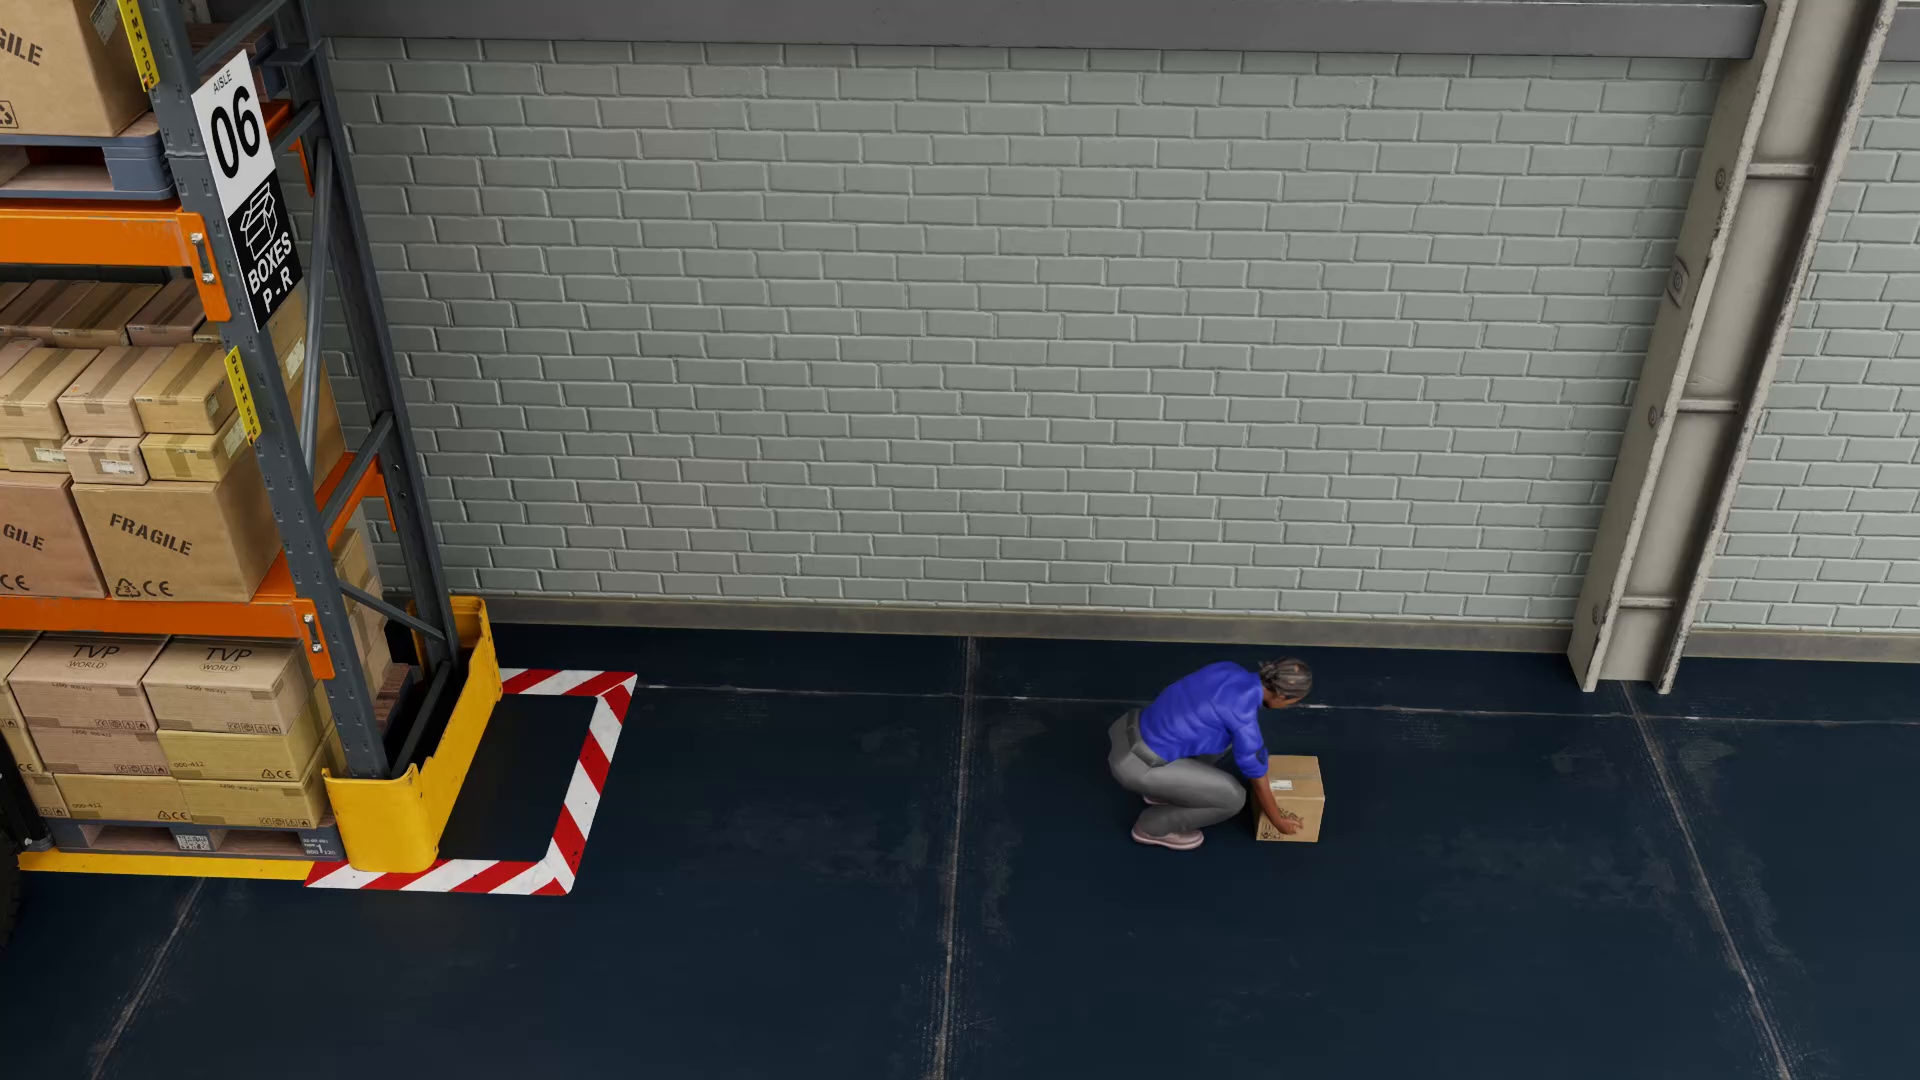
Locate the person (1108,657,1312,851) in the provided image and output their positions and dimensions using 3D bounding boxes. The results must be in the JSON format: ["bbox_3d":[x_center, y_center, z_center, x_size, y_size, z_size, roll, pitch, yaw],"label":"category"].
[{"bbox_3d":[1.001,0.831,6.697,0.816,0.818,0.479,1,36,2],"label":"person"}]
